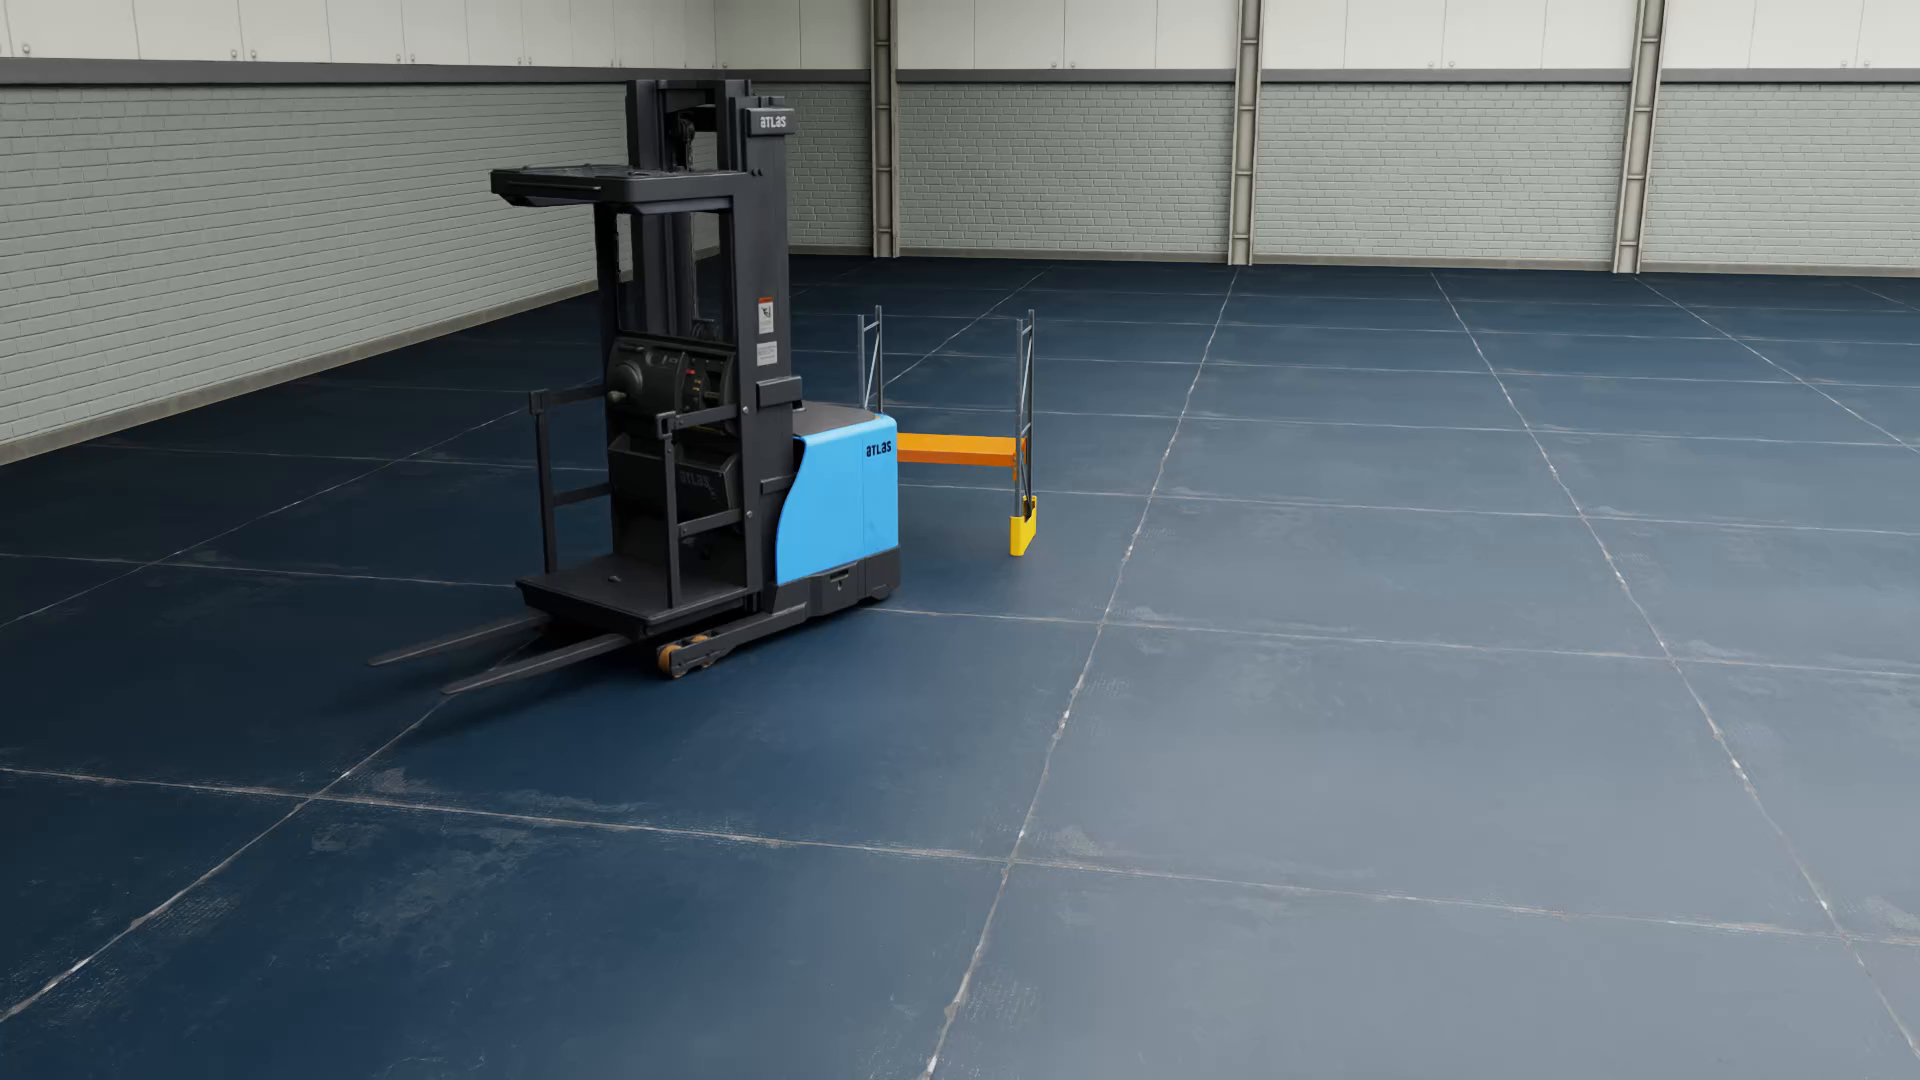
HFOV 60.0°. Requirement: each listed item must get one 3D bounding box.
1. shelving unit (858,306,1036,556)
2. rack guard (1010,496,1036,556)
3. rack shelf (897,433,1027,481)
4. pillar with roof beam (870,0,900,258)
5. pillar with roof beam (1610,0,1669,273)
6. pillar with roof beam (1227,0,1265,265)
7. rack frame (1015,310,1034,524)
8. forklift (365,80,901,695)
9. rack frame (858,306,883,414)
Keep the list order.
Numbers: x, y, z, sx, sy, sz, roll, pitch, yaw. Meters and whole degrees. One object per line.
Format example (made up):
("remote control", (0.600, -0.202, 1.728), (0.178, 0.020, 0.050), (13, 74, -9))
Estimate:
("shelving unit", (-0.075, -0.727, 10.806), (1.083, 1.500, 0.587), (3, 16, 11))
("rack guard", (0.413, -0.098, 10.878), (0.087, 0.250, 0.587), (3, 16, 11))
("rack shelf", (-0.084, -0.554, 10.856), (1.000, 0.185, 0.538), (3, 16, 11))
("pillar with roof beam", (-2.118, -8.081, 23.308), (0.400, 9.000, 9.100), (3, 16, 11))
("pillar with roof beam", (9.641, -7.443, 21.004), (0.400, 9.000, 9.100), (3, 16, 11))
("pillar with roof beam", (3.761, -7.762, 22.156), (0.400, 9.000, 9.100), (3, 16, 11))
("rack frame", (0.415, -0.700, 10.711), (0.032, 1.500, 0.500), (3, 16, 11))
("forklift", (-1.663, -0.863, 8.616), (1.130, 2.935, 3.031), (12, 20, 37))
("rack frame", (-0.582, -0.754, 10.906), (0.032, 1.500, 0.500), (3, 16, 11))
